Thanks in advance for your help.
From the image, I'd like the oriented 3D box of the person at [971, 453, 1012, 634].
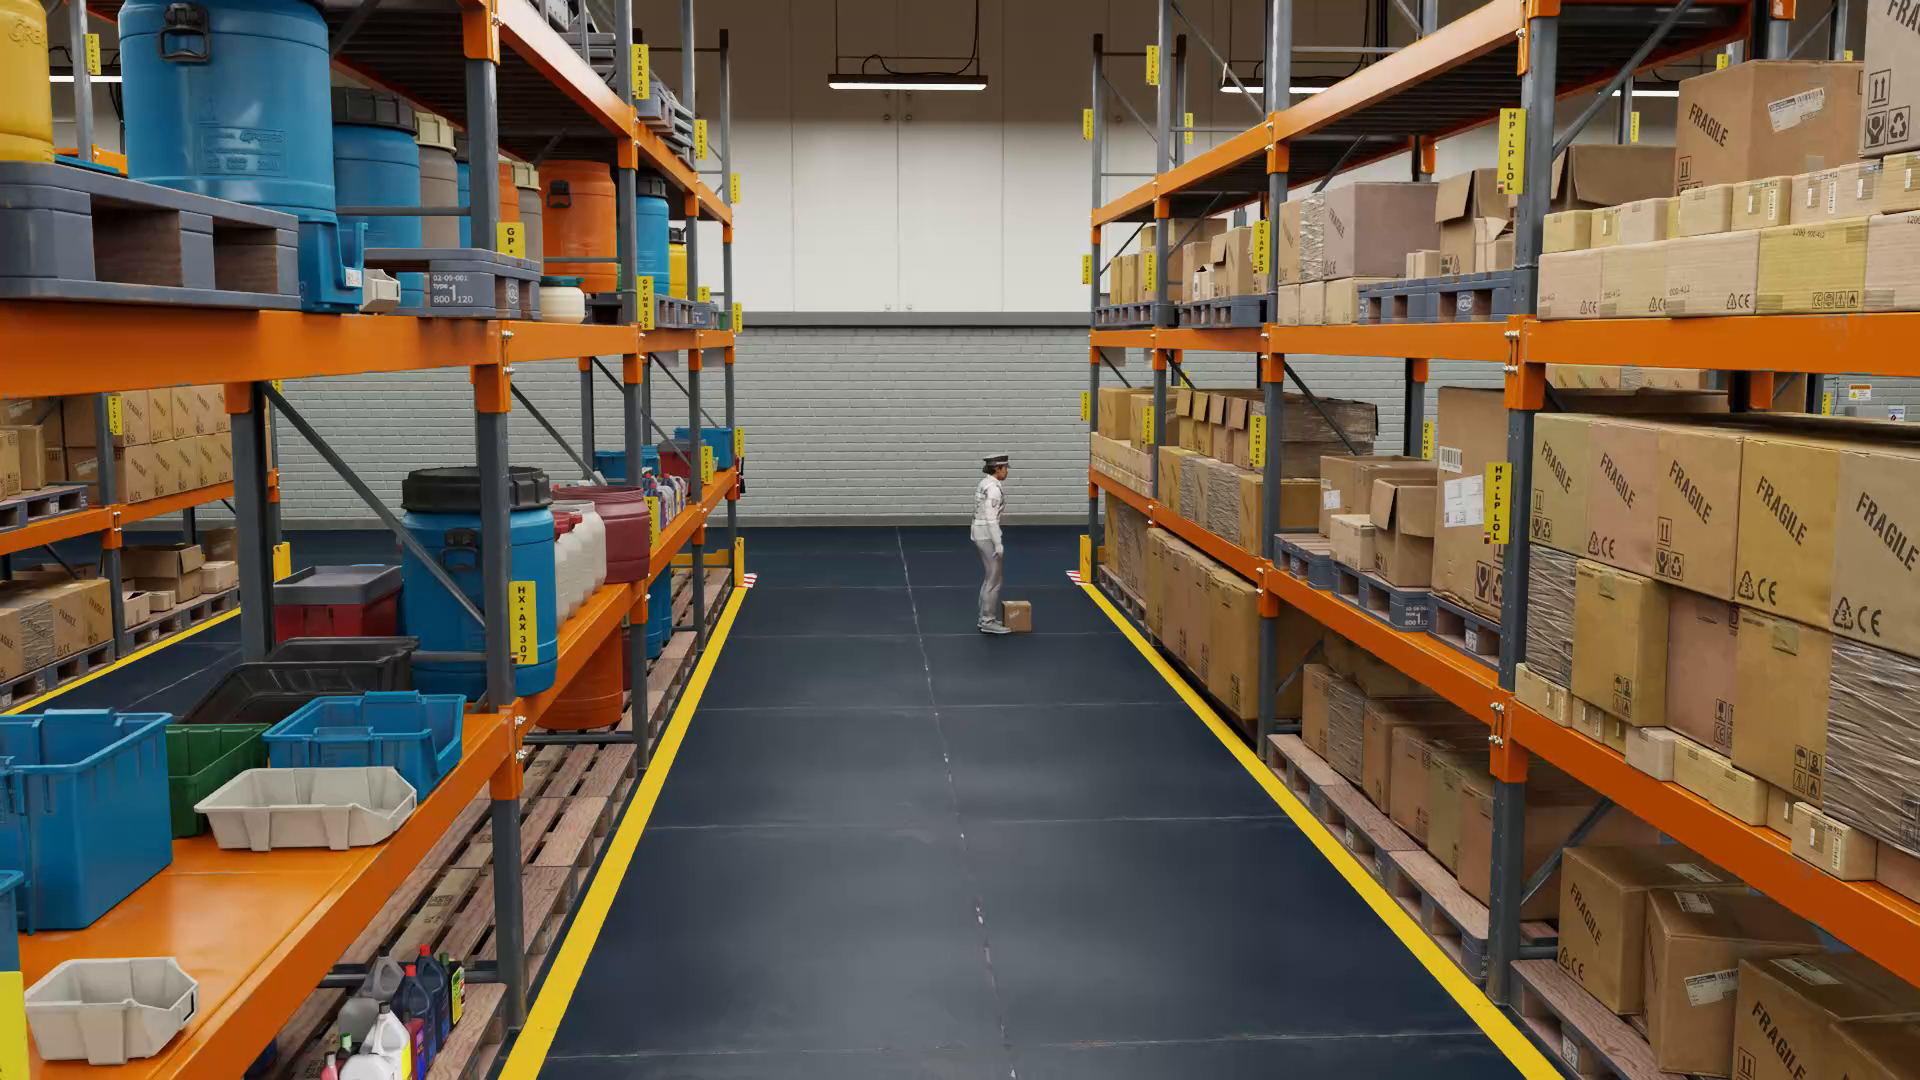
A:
[{"bbox_3d":[0.293,0.019,15.572,0.371,1.666,0.547,-1,7,-7],"label":"person"}]
